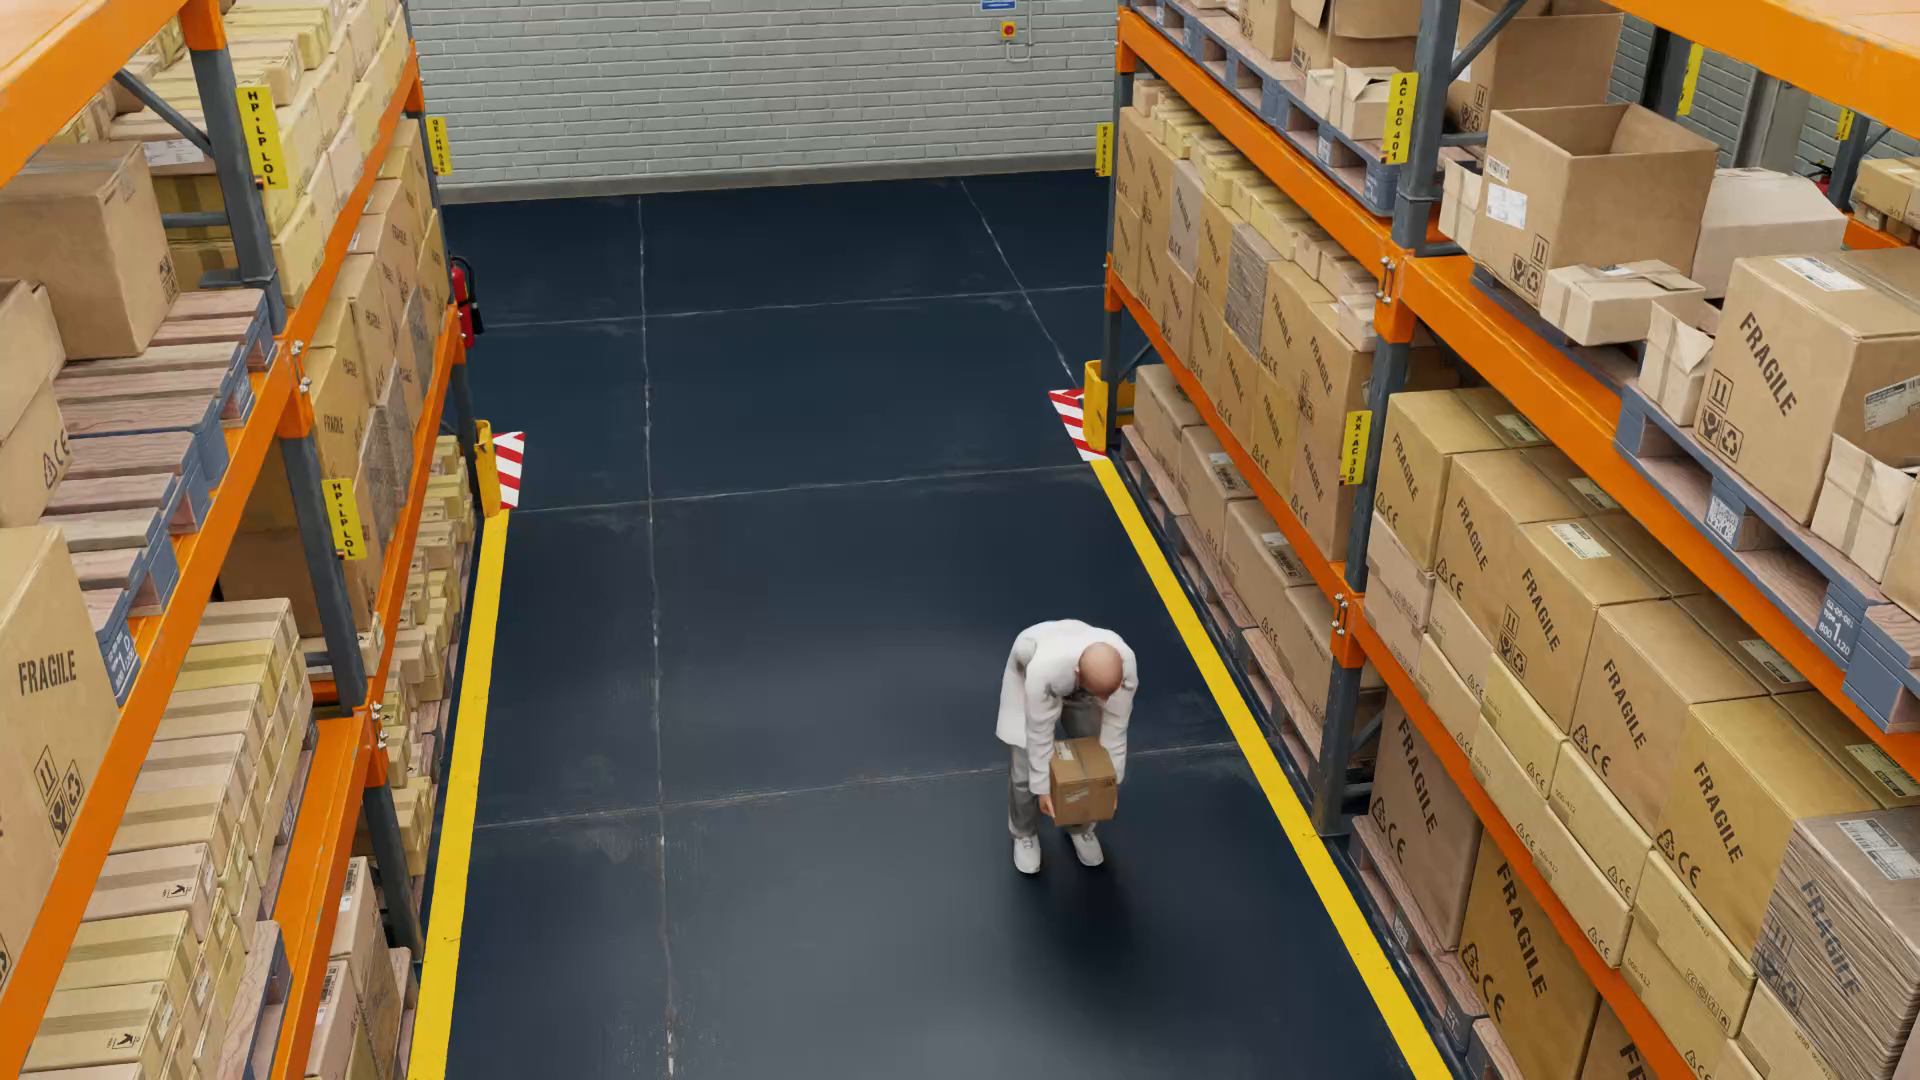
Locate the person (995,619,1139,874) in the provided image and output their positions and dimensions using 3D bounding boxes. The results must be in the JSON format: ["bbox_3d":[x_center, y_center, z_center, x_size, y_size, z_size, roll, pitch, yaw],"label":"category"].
[{"bbox_3d":[0.461,0.870,7.012,0.552,1.435,0.859,-6,31,-10],"label":"person"}]
